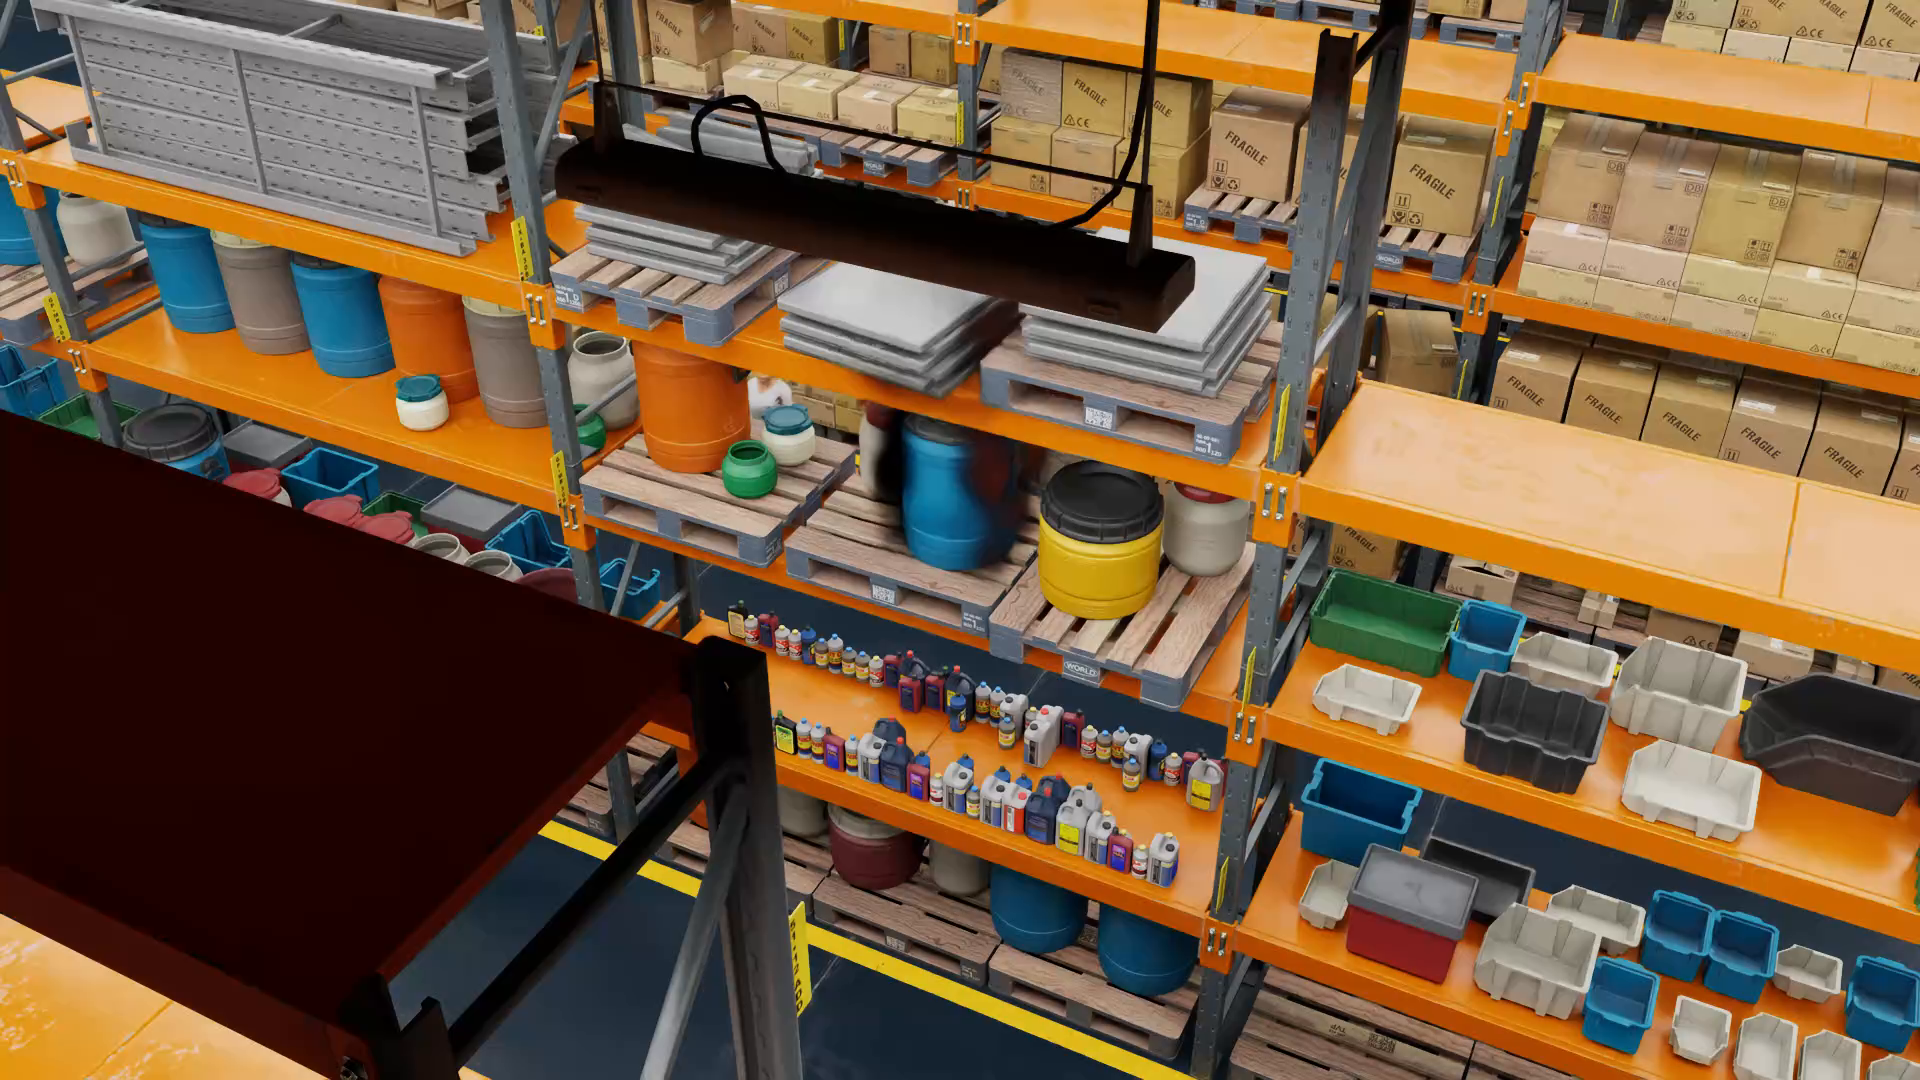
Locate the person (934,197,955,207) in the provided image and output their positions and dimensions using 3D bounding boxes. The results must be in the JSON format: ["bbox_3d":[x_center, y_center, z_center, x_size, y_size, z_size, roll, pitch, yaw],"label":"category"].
[{"bbox_3d":[-0.208,-2.846,16.445,0.542,1.682,0.510,-10,36,-13],"label":"person"}]

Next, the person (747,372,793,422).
[{"bbox_3d":[-1.541,-0.769,13.540,0.519,1.689,0.464,22,41,28],"label":"person"}]
